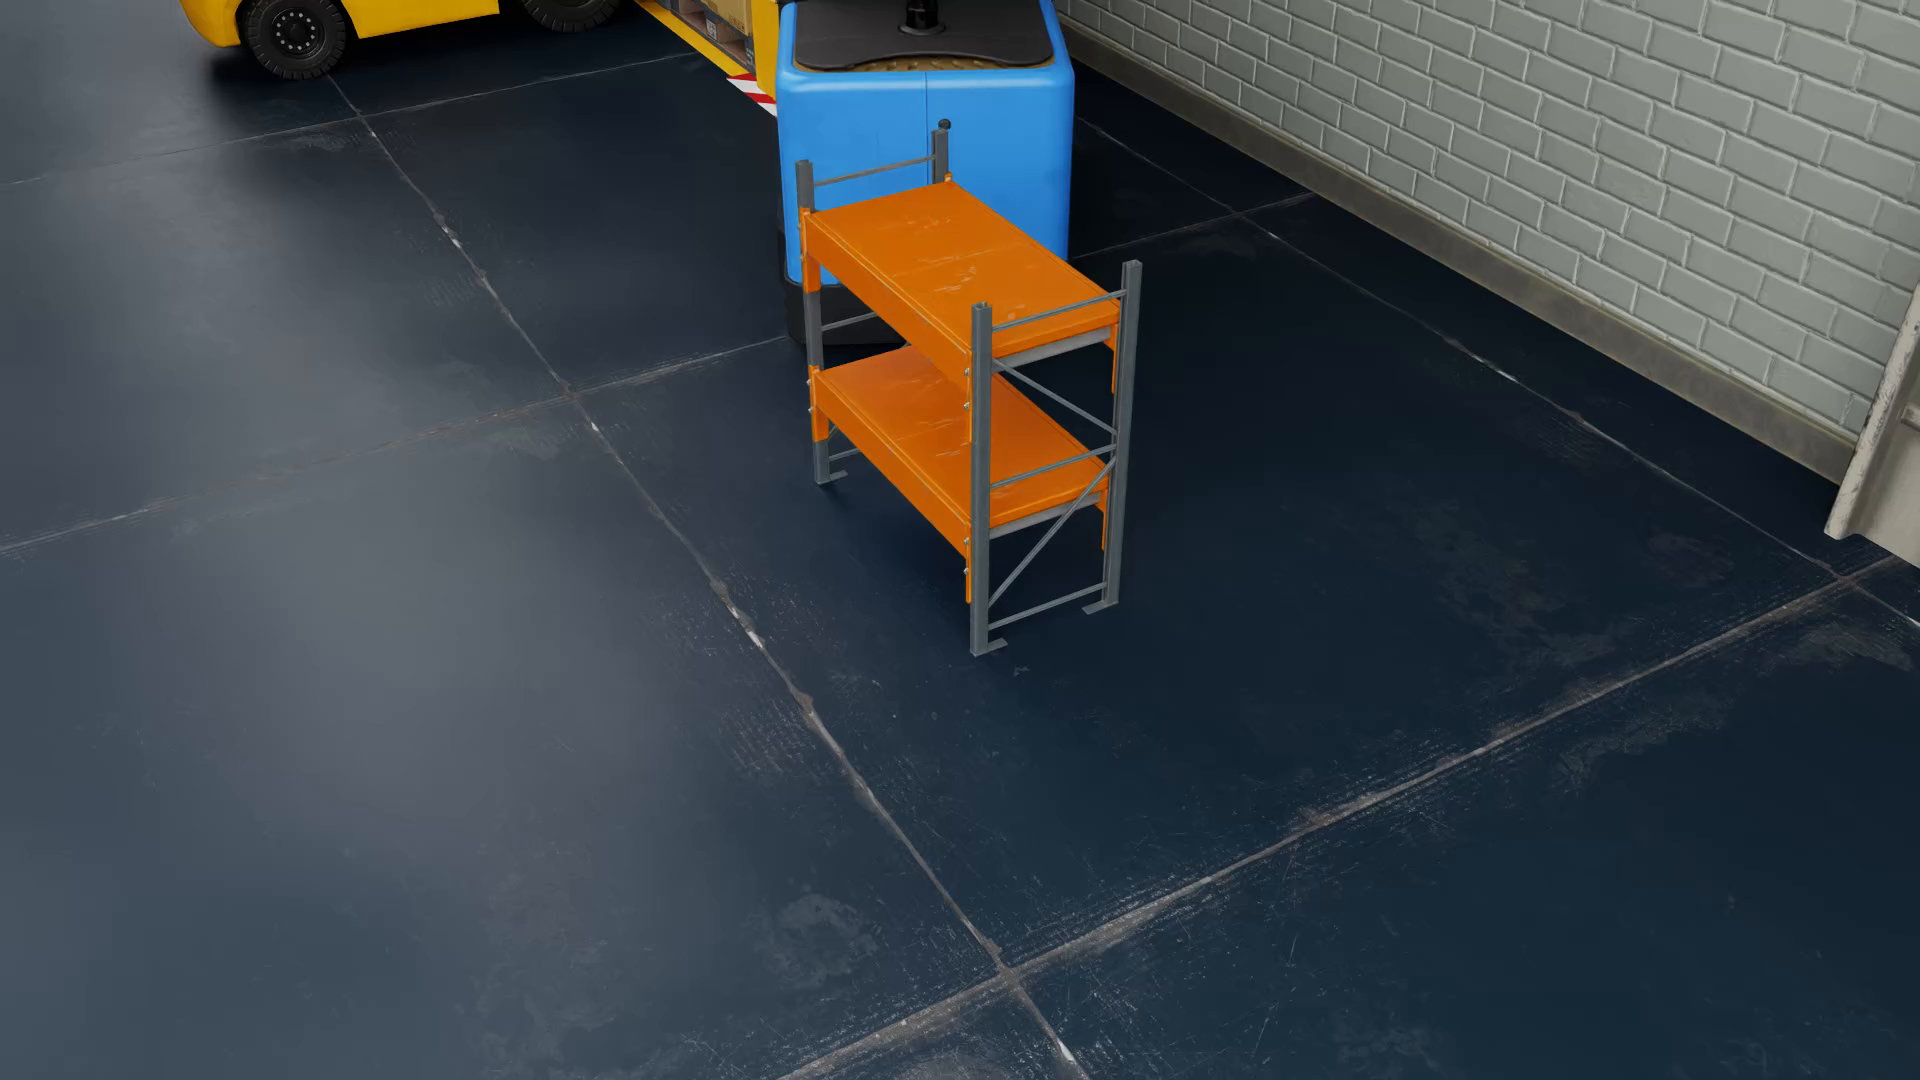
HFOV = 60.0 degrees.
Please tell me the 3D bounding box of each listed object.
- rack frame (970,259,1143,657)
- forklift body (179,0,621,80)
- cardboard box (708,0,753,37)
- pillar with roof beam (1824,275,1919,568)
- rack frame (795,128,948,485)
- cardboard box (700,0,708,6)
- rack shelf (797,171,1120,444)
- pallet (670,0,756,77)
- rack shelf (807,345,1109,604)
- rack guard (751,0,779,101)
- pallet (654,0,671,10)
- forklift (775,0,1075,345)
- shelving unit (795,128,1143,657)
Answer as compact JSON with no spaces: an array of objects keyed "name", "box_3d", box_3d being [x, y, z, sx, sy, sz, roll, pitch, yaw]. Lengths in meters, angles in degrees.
[{"name":"rack frame","box_3d":[0.252,-0.198,4.568,0.500,1.125,0.032,-19,40,-24]},{"name":"forklift body","box_3d":[-2.999,-3.706,8.500,2.313,2.155,1.214,-19,40,-24]},{"name":"cardboard box","box_3d":[-0.978,-2.827,8.553,0.500,0.250,0.500,-19,40,-24]},{"name":"pillar with roof beam","box_3d":[-0.748,-2.331,0.812,9.100,9.000,0.400,-19,40,-24]},{"name":"rack frame","box_3d":[-0.259,-0.717,5.278,0.500,1.125,0.032,-19,40,-24]},{"name":"cardboard box","box_3d":[-1.220,-3.084,8.904,0.500,0.250,0.500,-19,40,-24]},{"name":"rack shelf","box_3d":[-0.003,-0.694,4.750,0.538,0.278,1.000,-19,40,-24]},{"name":"pallet","box_3d":[-0.890,-2.873,9.005,1.003,0.211,1.213,-19,40,-24]},{"name":"rack shelf","box_3d":[-0.003,-0.260,5.067,0.538,0.278,1.000,-19,40,-24]},{"name":"rack guard","box_3d":[-0.457,-2.600,8.386,1.175,0.500,0.348,-19,40,-24]},{"name":"pallet","box_3d":[-1.499,-3.495,9.856,1.003,0.211,1.213,-19,40,-24]},{"name":"forklift","box_3d":[-0.198,-2.746,6.524,1.130,2.935,3.031,-2,36,-3]},{"name":"shelving unit","box_3d":[-0.003,-0.458,4.923,0.538,1.125,1.048,-19,40,-24]}]
